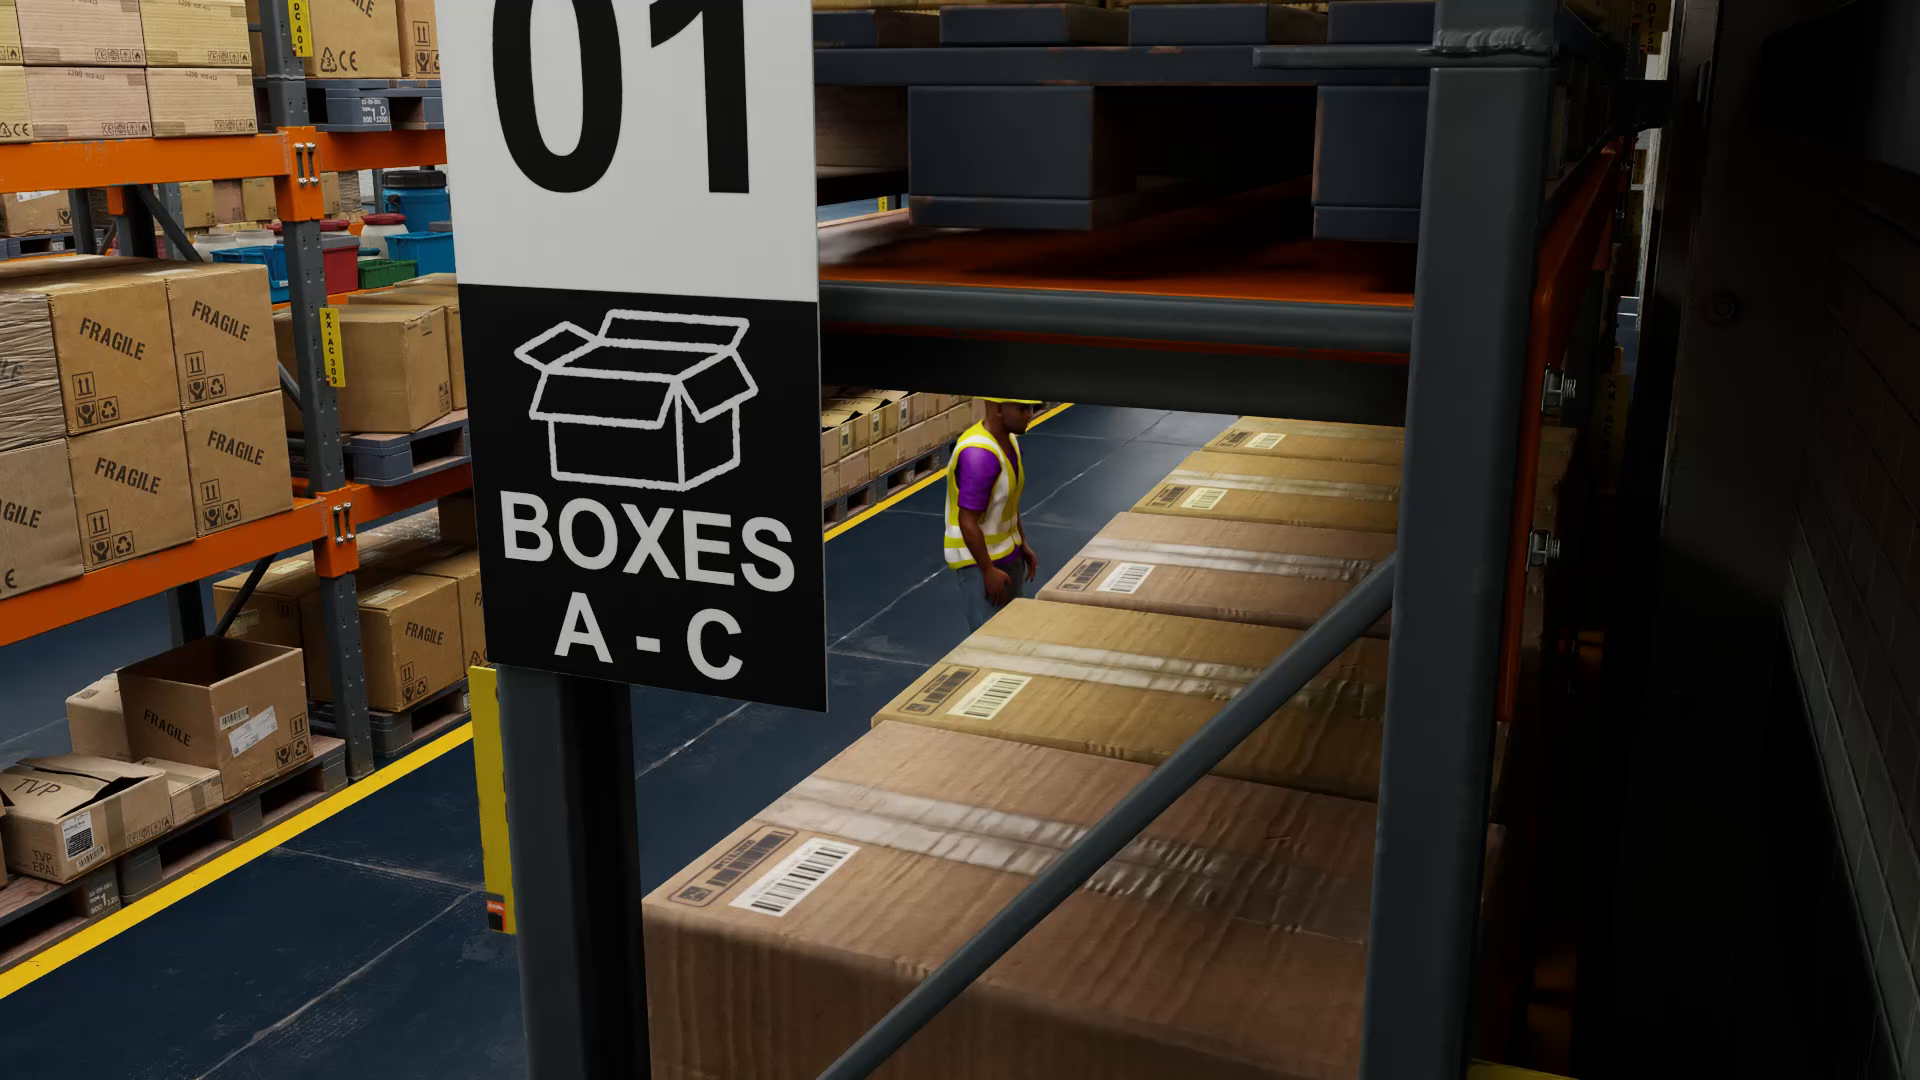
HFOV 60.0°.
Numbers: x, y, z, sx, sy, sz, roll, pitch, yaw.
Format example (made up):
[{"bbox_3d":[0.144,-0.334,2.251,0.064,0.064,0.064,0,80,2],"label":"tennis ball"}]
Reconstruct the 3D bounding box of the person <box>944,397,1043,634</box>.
[{"bbox_3d":[0.155,0.090,7.653,0.435,1.764,0.594,5,16,19],"label":"person"}]
